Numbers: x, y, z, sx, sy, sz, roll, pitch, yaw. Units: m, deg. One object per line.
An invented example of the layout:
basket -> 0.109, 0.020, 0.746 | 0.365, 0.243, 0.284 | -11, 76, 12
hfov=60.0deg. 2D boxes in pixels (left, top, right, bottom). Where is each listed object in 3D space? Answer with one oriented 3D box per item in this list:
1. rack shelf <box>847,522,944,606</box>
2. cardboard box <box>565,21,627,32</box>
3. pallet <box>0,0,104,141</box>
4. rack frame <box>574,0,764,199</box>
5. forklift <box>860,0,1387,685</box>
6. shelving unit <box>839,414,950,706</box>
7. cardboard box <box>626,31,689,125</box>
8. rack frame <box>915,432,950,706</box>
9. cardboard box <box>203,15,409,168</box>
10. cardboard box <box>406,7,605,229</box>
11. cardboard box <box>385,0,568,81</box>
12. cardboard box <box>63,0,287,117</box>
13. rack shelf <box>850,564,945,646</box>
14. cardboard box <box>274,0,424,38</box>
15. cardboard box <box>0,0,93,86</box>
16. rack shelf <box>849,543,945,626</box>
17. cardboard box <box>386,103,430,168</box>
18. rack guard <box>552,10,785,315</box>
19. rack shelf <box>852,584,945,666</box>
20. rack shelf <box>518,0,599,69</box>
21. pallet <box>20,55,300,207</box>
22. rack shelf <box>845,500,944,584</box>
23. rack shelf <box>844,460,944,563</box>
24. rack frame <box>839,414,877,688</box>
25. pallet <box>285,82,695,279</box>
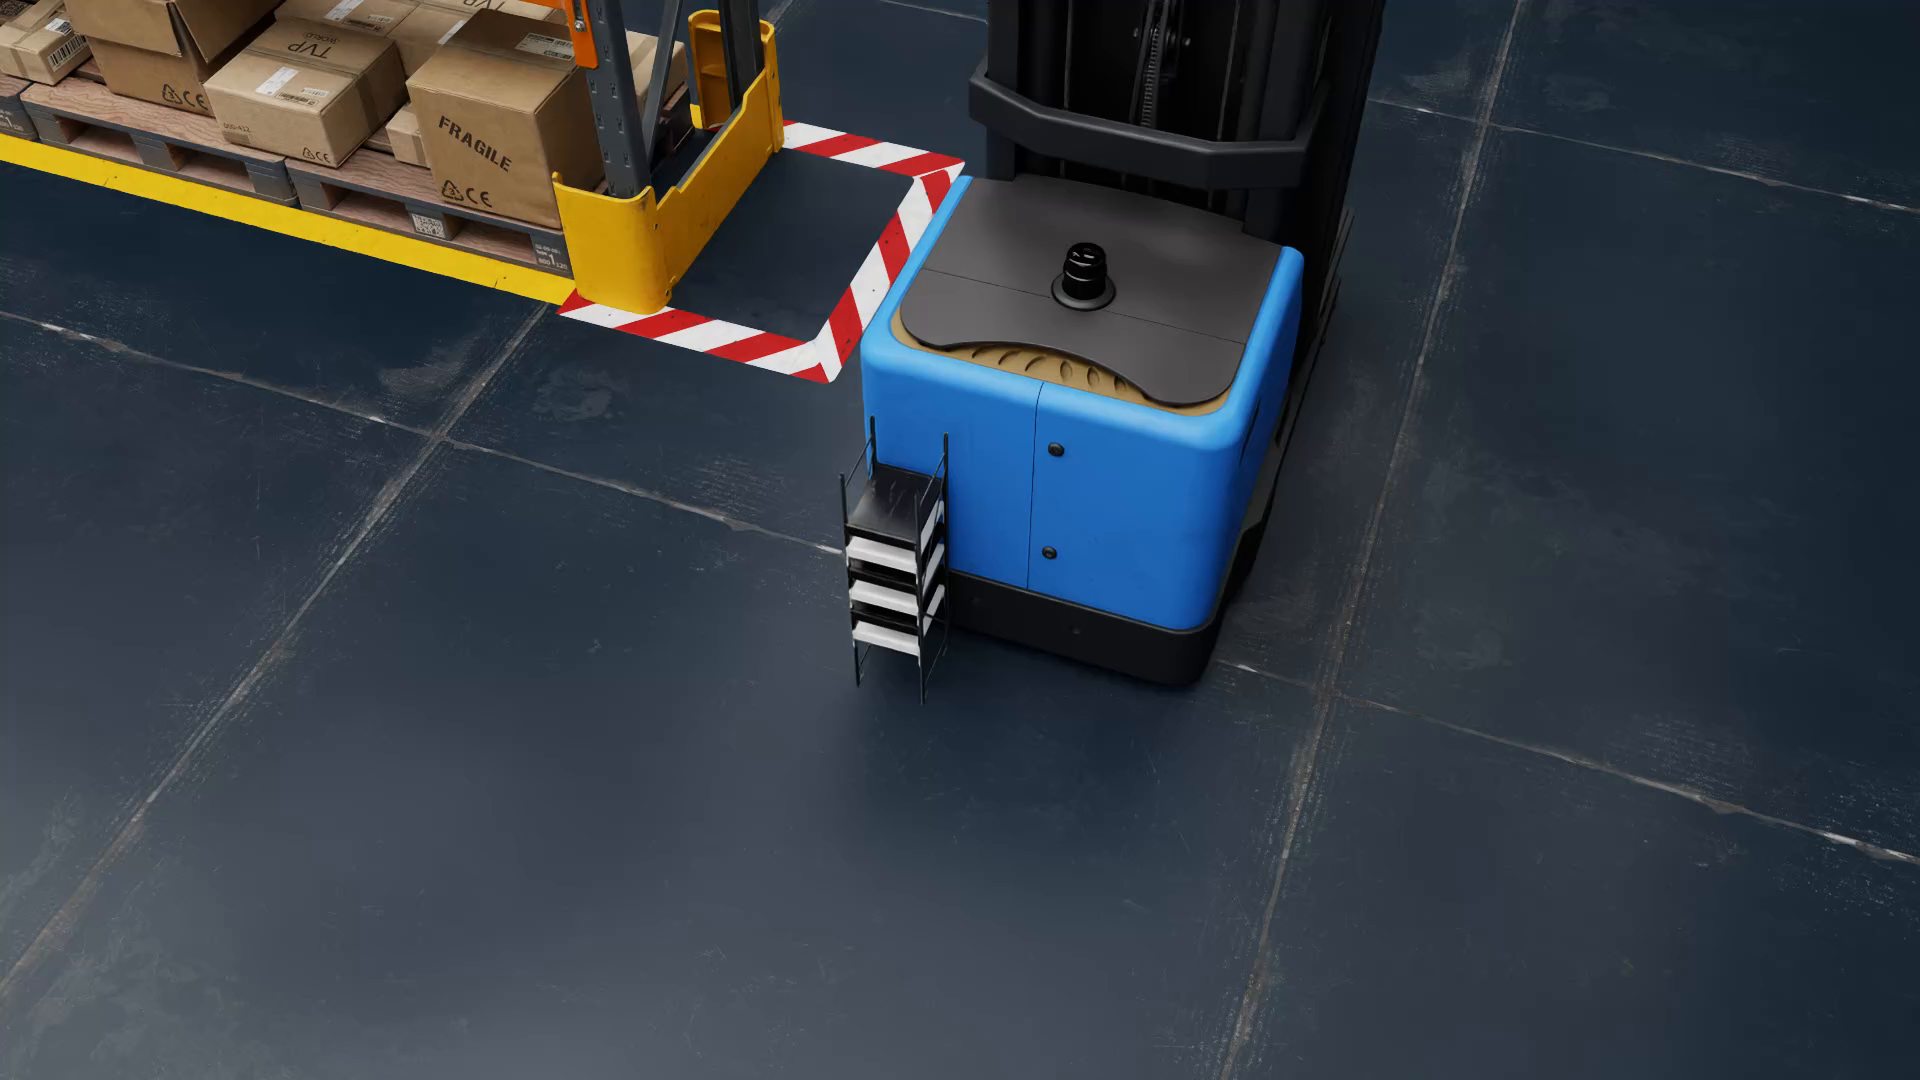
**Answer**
rack shelf -> -0.168, 0.040, 4.545 | 0.200, 0.077, 0.258 | 14, 51, 12
cardboard box -> -1.481, -1.847, 6.450 | 0.250, 0.166, 0.380 | 16, 51, 13
pallet -> -4.081, -2.166, 6.988 | 1.213, 0.211, 1.003 | 16, 51, 13
rack frame -> -0.973, -2.212, 5.183 | 0.127, 3.000, 1.000 | 16, 51, 13
forklift -> 0.704, -1.683, 4.769 | 1.130, 2.935, 3.031 | 15, 51, 13
shelving unit -> -0.168, 0.077, 4.588 | 0.210, 0.900, 0.258 | 14, 51, 12
cardboard box -> -1.246, -1.776, 6.400 | 0.250, 0.149, 0.380 | 16, 51, 13
rack frame -> -0.072, 0.101, 4.567 | 0.006, 0.900, 0.240 | 14, 51, 12
cardboard box -> -2.449, -1.694, 6.261 | 0.500, 0.250, 0.500 | 16, 51, 13
cardboard box -> -1.568, -1.506, 5.933 | 0.500, 0.500, 0.500 | 16, 51, 13
cardboard box -> -1.853, -1.930, 6.467 | 0.500, 0.250, 0.500 | 16, 51, 13
cardboard box -> -2.961, -2.098, 6.444 | 0.637, 0.503, 0.797 | 16, 51, 13
rack shelf -> -0.168, 0.158, 4.681 | 0.200, 0.077, 0.258 | 14, 51, 12
cardboard box -> -2.322, -2.061, 6.580 | 0.500, 0.250, 0.500 | 16, 51, 13
cardboard box -> -3.591, -1.993, 6.576 | 0.250, 0.166, 0.380 | 16, 51, 13
rack shelf -> -0.168, 0.099, 4.613 | 0.200, 0.077, 0.258 | 14, 51, 12
cardboard box -> -1.917, -1.566, 6.206 | 0.250, 0.166, 0.380 | 16, 51, 13
rack guard -> -1.044, -1.414, 6.144 | 0.348, 0.500, 1.175 | 16, 51, 13
rack shelf -> -0.168, 0.217, 4.749 | 0.200, 0.077, 0.258 | 14, 51, 12
rack shelf -> -2.849, -2.501, 5.908 | 4.000, 0.370, 1.077 | 16, 51, 13
pallet -> -2.933, -1.848, 6.712 | 1.213, 0.211, 1.003 | 16, 51, 13
rack shelf -> -0.168, -0.019, 4.477 | 0.200, 0.077, 0.258 | 14, 51, 12
rack shelf -> -0.168, -0.078, 4.409 | 0.200, 0.077, 0.258 | 14, 51, 12
rack frame -> -0.265, 0.052, 4.609 | 0.006, 0.900, 0.240 | 14, 51, 12
pallet -> -1.792, -1.527, 6.434 | 1.213, 0.211, 1.003 | 16, 51, 13
